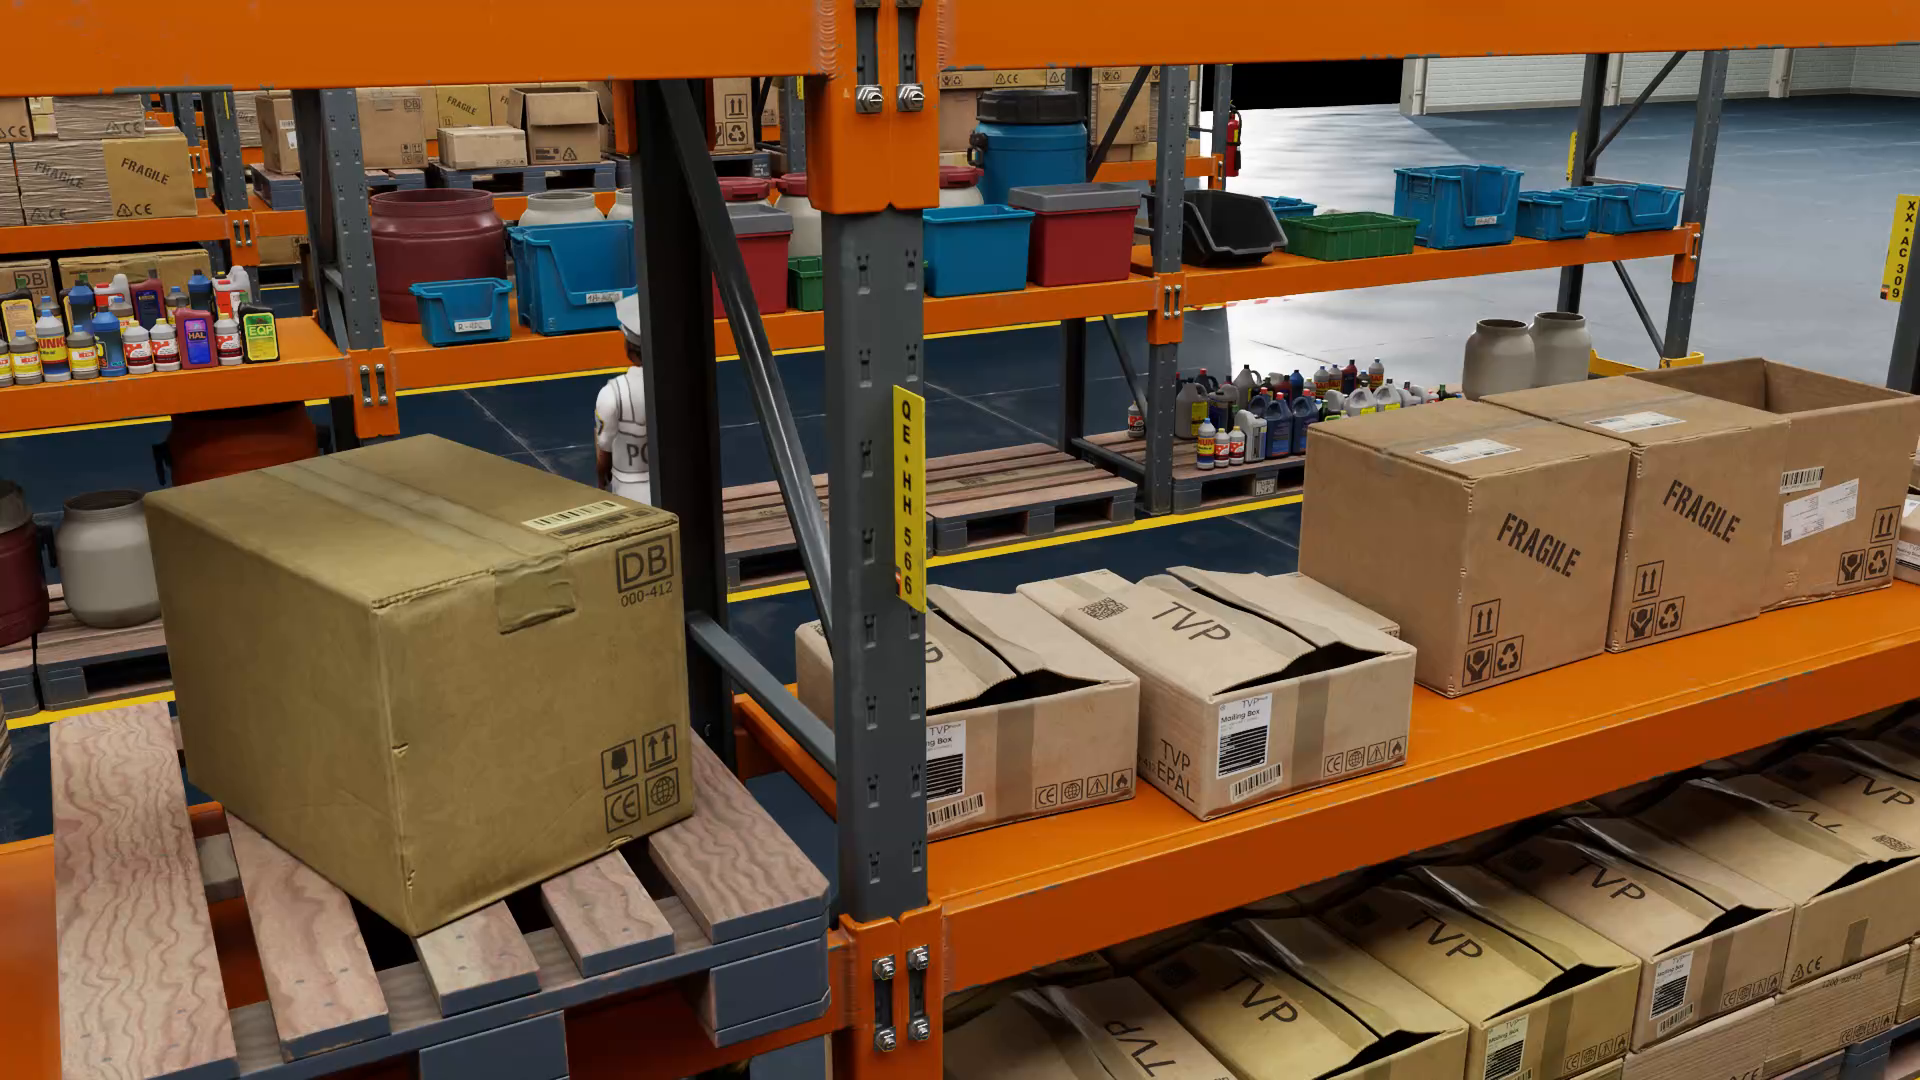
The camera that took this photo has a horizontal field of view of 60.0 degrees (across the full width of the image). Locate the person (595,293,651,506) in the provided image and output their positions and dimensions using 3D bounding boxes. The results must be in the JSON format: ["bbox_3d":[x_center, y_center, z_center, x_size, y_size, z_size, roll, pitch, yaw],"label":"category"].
[{"bbox_3d":[-1.175,-0.120,6.380,0.450,1.688,0.533,-9,21,-26],"label":"person"}]
